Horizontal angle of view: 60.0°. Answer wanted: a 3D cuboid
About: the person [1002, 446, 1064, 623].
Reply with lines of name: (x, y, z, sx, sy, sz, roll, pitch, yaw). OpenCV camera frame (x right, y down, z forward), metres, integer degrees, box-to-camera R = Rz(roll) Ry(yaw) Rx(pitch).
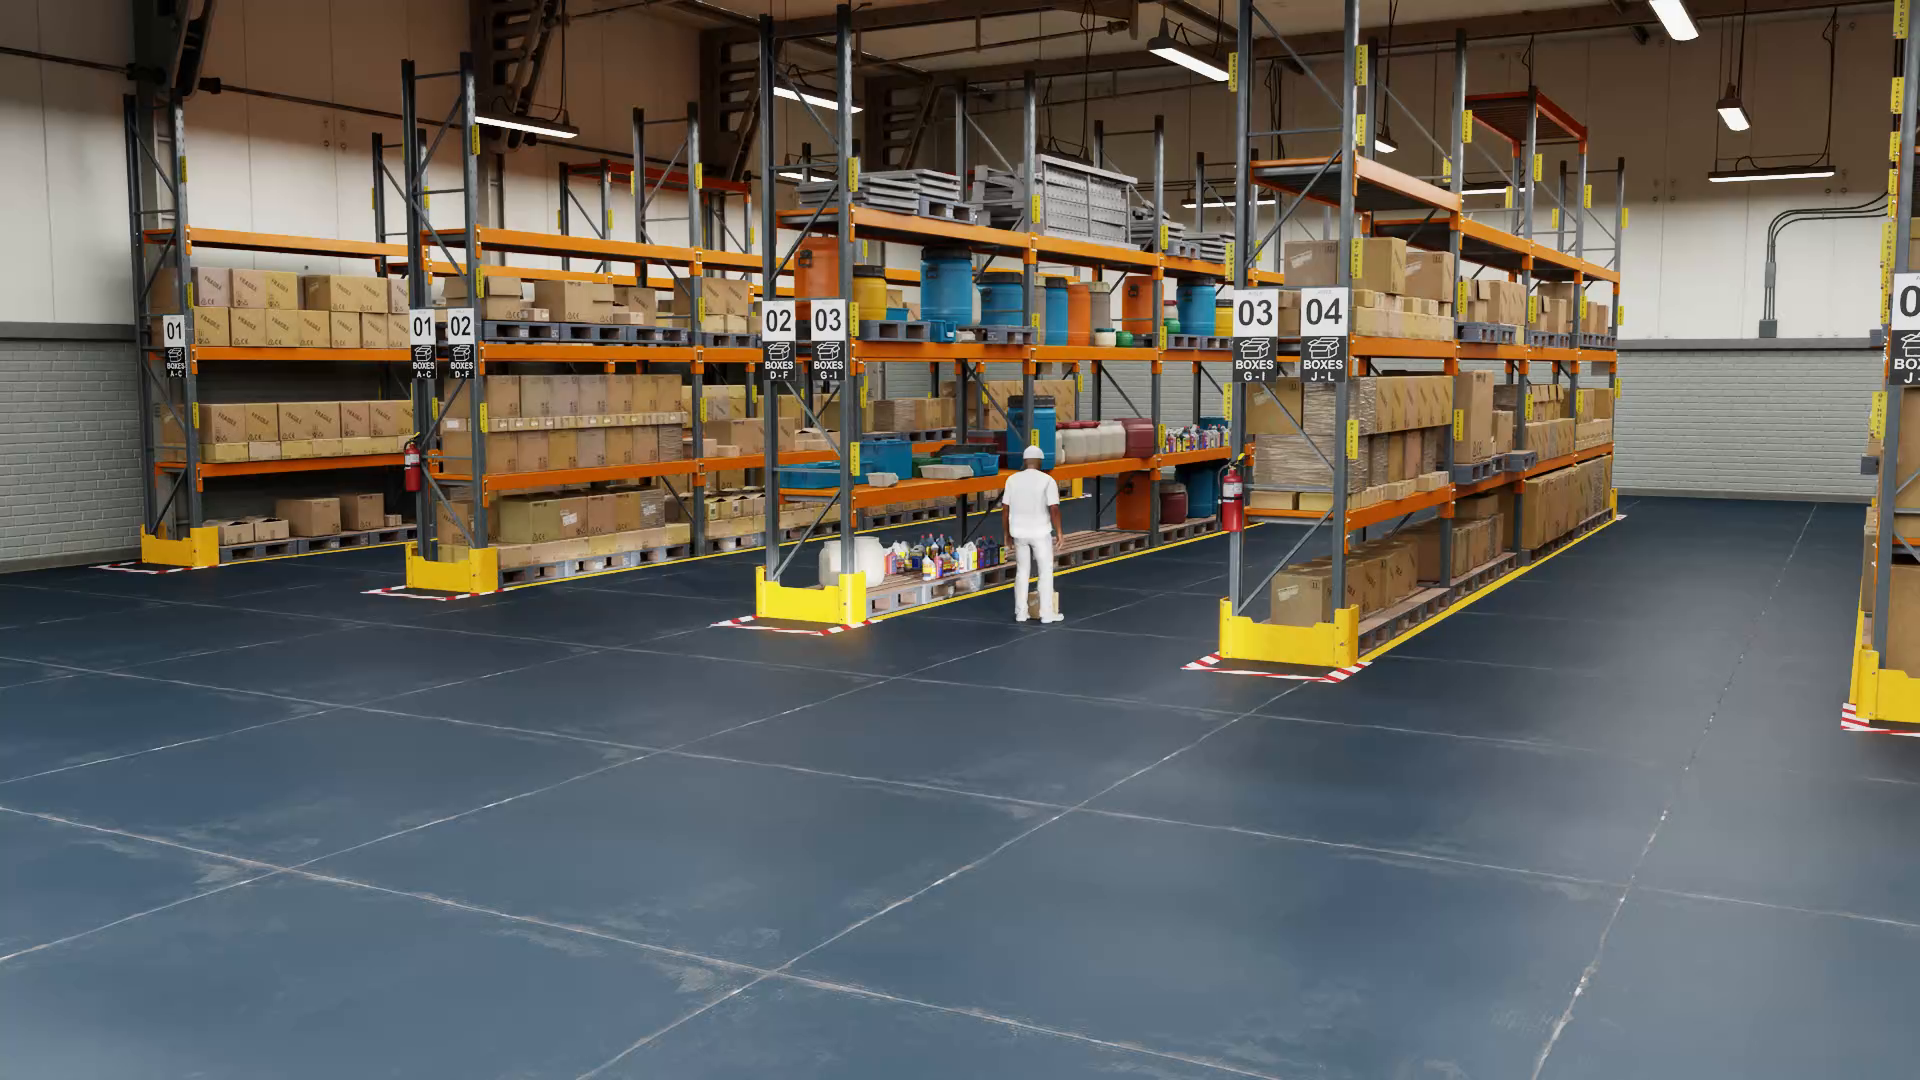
person: (0.732, -0.066, 16.689, 0.636, 1.761, 0.454, 3, 7, 26)
